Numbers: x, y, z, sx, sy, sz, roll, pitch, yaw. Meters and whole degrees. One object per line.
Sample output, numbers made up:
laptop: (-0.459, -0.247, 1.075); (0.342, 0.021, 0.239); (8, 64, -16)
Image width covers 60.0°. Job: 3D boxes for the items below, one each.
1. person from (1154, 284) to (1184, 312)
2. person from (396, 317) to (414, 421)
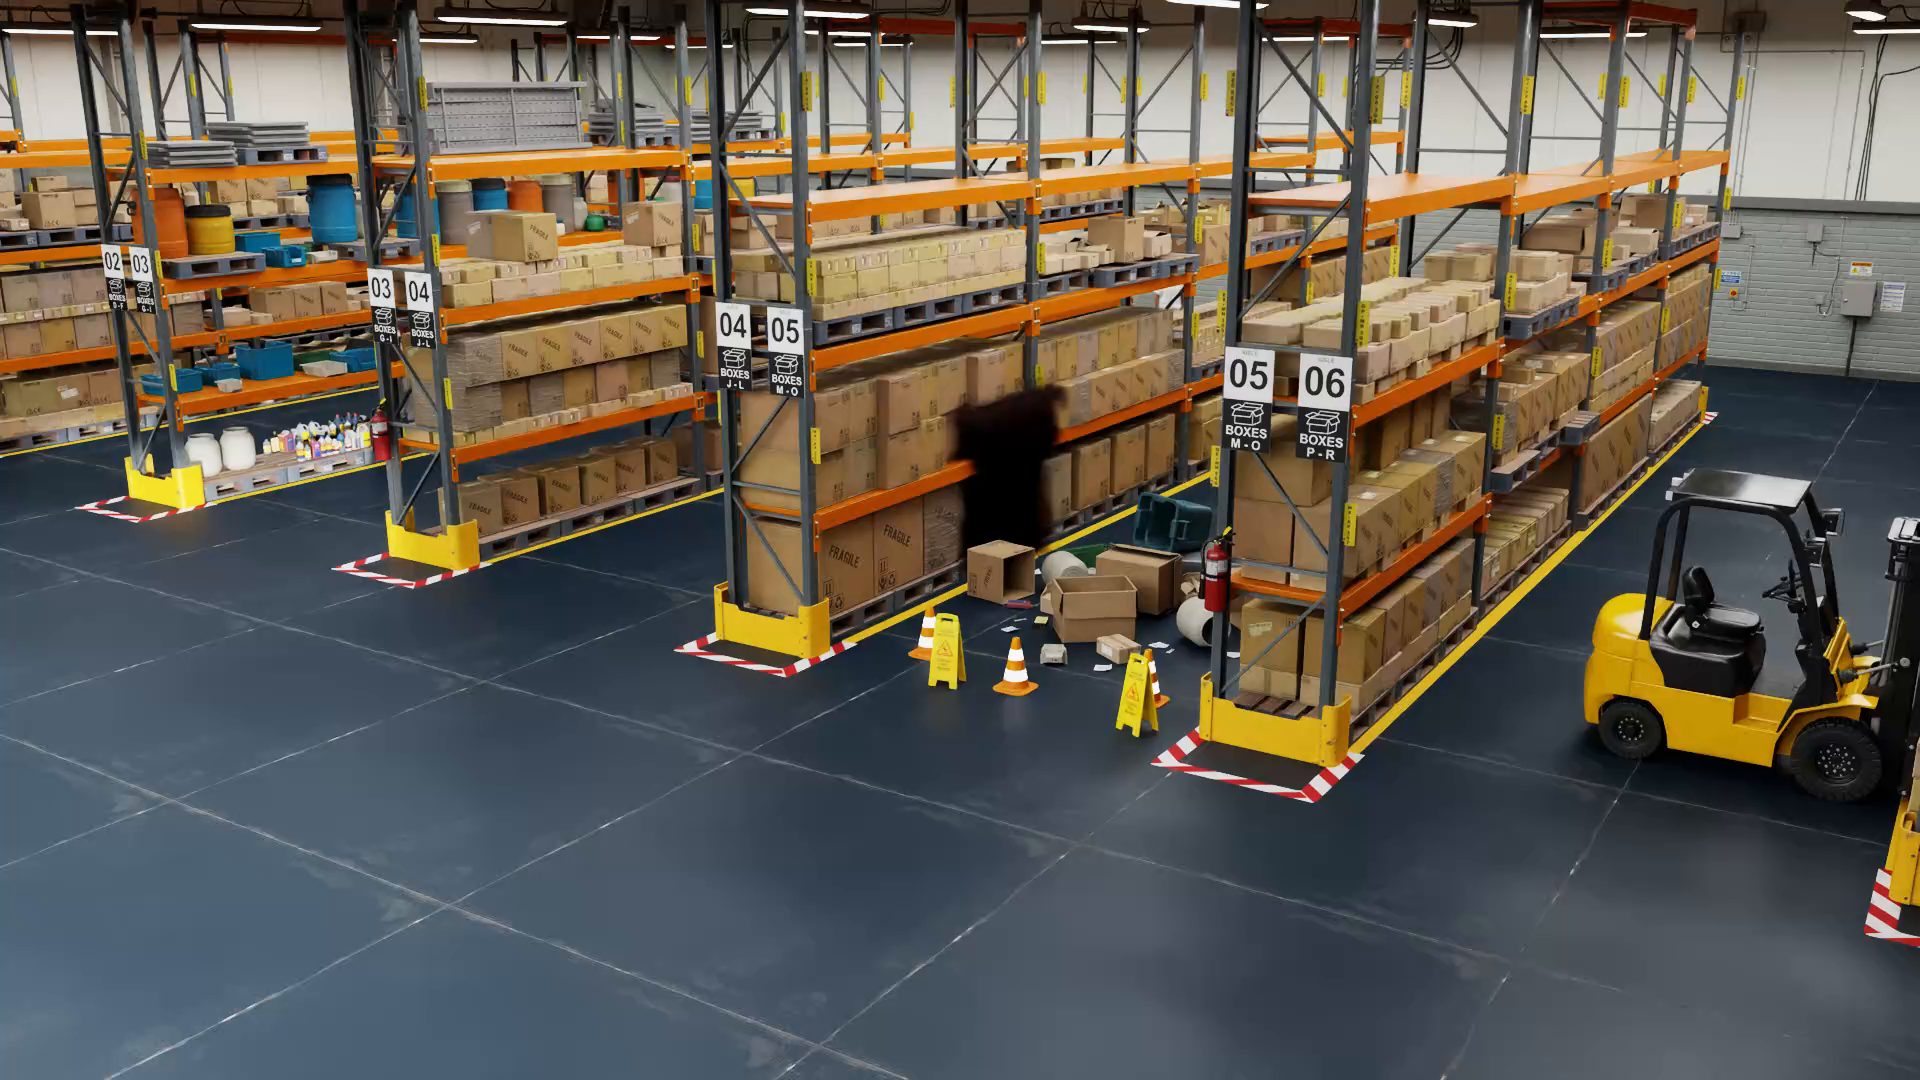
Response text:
person: (4.082, -4.466, 32.086); (0.670, 1.733, 1.005); (-2, 16, -5)
person: (-8.761, -2.679, 25.866); (0.486, 1.721, 0.397); (0, 16, 1)
